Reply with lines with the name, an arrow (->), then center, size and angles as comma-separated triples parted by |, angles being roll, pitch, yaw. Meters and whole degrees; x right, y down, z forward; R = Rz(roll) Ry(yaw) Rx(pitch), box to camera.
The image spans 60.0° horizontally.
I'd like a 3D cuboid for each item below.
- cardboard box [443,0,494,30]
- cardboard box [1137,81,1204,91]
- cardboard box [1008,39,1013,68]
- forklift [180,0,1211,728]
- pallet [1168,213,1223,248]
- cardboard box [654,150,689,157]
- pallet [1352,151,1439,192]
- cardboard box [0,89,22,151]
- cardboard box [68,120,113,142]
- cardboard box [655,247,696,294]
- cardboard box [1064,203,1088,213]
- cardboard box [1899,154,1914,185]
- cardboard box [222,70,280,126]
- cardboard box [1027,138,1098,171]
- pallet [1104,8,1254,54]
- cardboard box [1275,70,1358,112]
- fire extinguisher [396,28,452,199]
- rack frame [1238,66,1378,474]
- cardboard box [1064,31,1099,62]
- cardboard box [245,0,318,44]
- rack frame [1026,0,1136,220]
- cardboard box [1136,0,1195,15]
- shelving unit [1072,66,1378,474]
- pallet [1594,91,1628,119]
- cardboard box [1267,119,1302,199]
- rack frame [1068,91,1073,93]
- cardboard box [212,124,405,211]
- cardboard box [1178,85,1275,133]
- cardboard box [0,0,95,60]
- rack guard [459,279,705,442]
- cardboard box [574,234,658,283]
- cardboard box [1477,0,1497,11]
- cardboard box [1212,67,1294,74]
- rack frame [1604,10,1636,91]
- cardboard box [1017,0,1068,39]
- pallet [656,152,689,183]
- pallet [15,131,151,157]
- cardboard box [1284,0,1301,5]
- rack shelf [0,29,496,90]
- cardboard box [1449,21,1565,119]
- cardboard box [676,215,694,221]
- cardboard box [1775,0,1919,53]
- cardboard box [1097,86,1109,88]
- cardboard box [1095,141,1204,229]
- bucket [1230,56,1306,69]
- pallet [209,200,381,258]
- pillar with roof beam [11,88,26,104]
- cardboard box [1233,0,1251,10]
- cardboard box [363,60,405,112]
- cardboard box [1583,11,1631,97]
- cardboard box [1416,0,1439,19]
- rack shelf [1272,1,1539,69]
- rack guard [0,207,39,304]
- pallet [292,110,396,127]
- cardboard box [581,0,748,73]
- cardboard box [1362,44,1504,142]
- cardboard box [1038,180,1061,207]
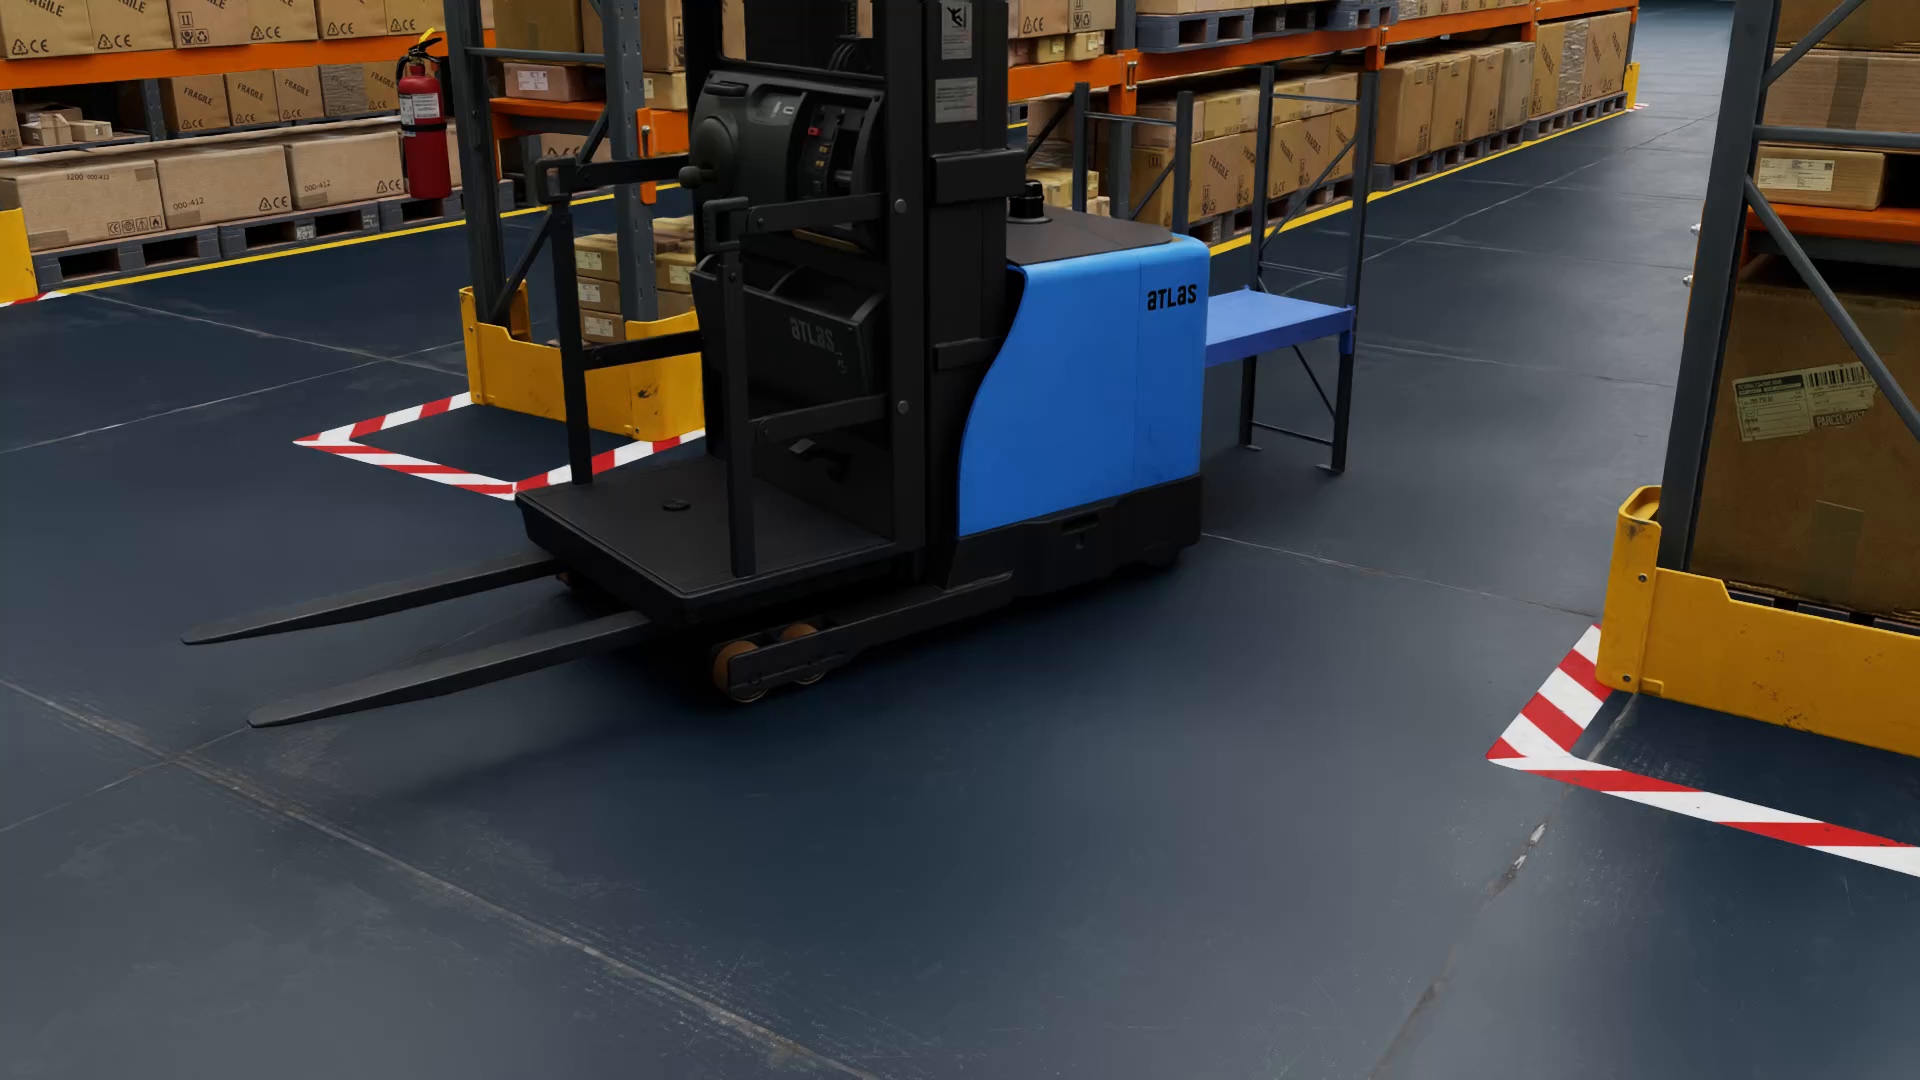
cardboard box -> -3.633, -3.891, 11.816 | 0.500, 0.500, 0.500 | 14, 24, 32
cardboard box -> 1.362, -3.029, 11.548 | 0.500, 0.250, 0.500 | 12, 23, 29
cardboard box -> 0.052, -2.532, 8.649 | 0.380, 0.149, 0.250 | 12, 23, 30
forklift -> -0.672, -1.136, 4.610 | 3.031, 2.935, 1.130 | -15, 25, -35
pallet -> 1.003, -2.007, 10.885 | 1.003, 0.211, 1.213 | 13, 24, 32
cardboard box -> -2.800, -3.682, 13.852 | 0.875, 0.875, 0.875 | 14, 25, 33
pallet -> 3.321, -3.142, 13.955 | 1.003, 0.211, 1.213 | 13, 24, 32
cardboard box -> -8.421, -3.564, 14.073 | 0.700, 0.500, 0.500 | 12, 24, 30
cardboard box -> -7.761, -3.637, 14.777 | 0.380, 0.149, 0.250 | 12, 24, 30
cardboard box -> -1.106, -1.166, 7.240 | 0.380, 0.149, 0.250 | 12, 23, 29
cardboard box -> 0.511, -1.858, 9.539 | 0.380, 0.149, 0.250 | 12, 23, 29
cardboard box -> 2.579, -1.142, 4.892 | 0.380, 0.149, 0.250 | 13, 24, 32
cardboard box -> -6.942, -4.268, 15.978 | 0.500, 0.500, 0.500 | 13, 24, 31
cardboard box -> 0.775, -2.377, 10.865 | 0.500, 0.500, 0.500 | 13, 24, 31
pallet -> 1.117, -3.192, 10.346 | 1.003, 0.211, 1.213 | 13, 24, 32
cardboard box -> 2.648, -3.367, 12.462 | 0.500, 0.250, 0.500 | 13, 24, 31
fire extinguisher -> -2.205, -1.750, 6.820 | 0.296, 0.674, 0.183 | 13, 24, 32
rack frame -> 1.318, -1.028, 6.382 | 0.032, 1.500, 0.500 | -18, 27, -39
cardboard box -> 0.545, -2.750, 9.238 | 0.380, 0.149, 0.250 | 13, 24, 30
cardboard box -> -4.495, -3.448, 10.619 | 0.500, 0.500, 0.500 | 14, 25, 34
rack frame -> 0.567, -3.091, 9.797 | 1.000, 3.000, 0.127 | 13, 24, 32
cardboard box -> 1.169, -3.193, 9.831 | 0.380, 0.149, 0.250 | 12, 23, 29
shelving unit -> 0.943, -0.909, 6.060 | 1.048, 1.500, 0.538 | -18, 27, -39
pallet -> 6.928, -4.981, 18.927 | 1.003, 0.211, 1.213 | 13, 24, 32
cardboard box -> 2.083, -2.720, 11.793 | 0.500, 0.500, 0.500 | 12, 23, 29
rack frame -> 0.913, -6.322, 18.534 | 1.000, 3.000, 0.127 | 13, 24, 32
cardboard box -> -4.528, -2.606, 11.575 | 0.875, 0.438, 0.875 | 12, 24, 30
cardboard box -> 1.788, -2.926, 11.269 | 0.500, 0.250, 0.500 | 14, 25, 34
cardboard box -> -5.325, -3.008, 9.429 | 0.500, 0.500, 0.500 | 13, 24, 31
rack guard -> -1.639, -0.792, 7.187 | 1.175, 0.500, 0.348 | 13, 24, 32
cardboard box -> -1.594, -1.283, 7.557 | 0.380, 0.149, 0.250 | 14, 24, 32
cardboard box -> 4.424, -4.941, 14.655 | 0.500, 0.500, 0.500 | 14, 24, 32
cardboard box -> 2.228, -3.464, 12.723 | 0.500, 0.250, 0.500 | 12, 23, 29
rack frame -> 7.313, -6.534, 19.105 | 1.000, 3.000, 0.127 | 13, 24, 32
cardboard box -> 0.236, -2.934, 8.802 | 0.500, 0.500, 0.500 | 13, 24, 30
pallet -> -2.527, -3.307, 14.401 | 1.003, 0.211, 1.213 | 13, 24, 32
pallet -> -8.078, -3.489, 14.894 | 1.003, 0.211, 1.213 | 13, 24, 32
cardboard box -> 2.043, -3.641, 11.040 | 0.380, 0.149, 0.250 | 12, 23, 29
rack shelf -> -4.708, -3.116, 10.902 | 1.077, 0.370, 4.000 | 13, 24, 32
cardboard box -> 5.475, -4.753, 16.749 | 0.875, 0.875, 0.875 | 14, 24, 33
cardboard box -> -1.166, -1.505, 8.157 | 0.380, 0.149, 0.250 | 12, 24, 30
cardboard box -> 2.420, -1.559, 4.362 | 0.500, 0.500, 0.500 | 14, 24, 32
cardboard box -> 1.468, -5.346, 19.253 | 0.500, 0.250, 0.500 | 12, 23, 29
cardboard box -> 1.202, -2.276, 10.591 | 0.500, 0.500, 0.500 | 14, 25, 34
bucket -> 3.234, -5.052, 17.628 | 0.620, 0.611, 0.726 | -24, 30, -29
pallet -> -4.761, -2.165, 11.313 | 1.003, 0.211, 1.213 | 13, 24, 32
pillar with roof beam -> -5.267, -6.944, 11.567 | 9.100, 9.000, 0.400 | 13, 24, 32
cardboard box -> 1.606, -3.417, 10.435 | 0.380, 0.149, 0.250 | 14, 24, 32
cardboard box -> -6.084, -4.711, 17.175 | 0.500, 0.500, 0.500 | 15, 25, 34
cardboard box -> 6.986, -5.527, 18.840 | 0.875, 0.875, 0.875 | 13, 24, 32
cardboard box -> 3.575, -4.508, 13.484 | 0.500, 0.500, 0.500 | 13, 24, 31
rack shelf -> 3.940, -4.475, 14.576 | 1.077, 0.370, 4.000 | 13, 24, 32
rack guard -> -5.846, -1.700, 9.641 | 1.175, 0.500, 0.348 | 13, 24, 32
pallet -> -6.580, -4.278, 17.027 | 1.003, 0.211, 1.213 | 13, 24, 32
cardboard box -> -1.201, -2.204, 6.828 | 0.500, 0.500, 0.500 | 15, 25, 34
cardboard box -> 4.244, -4.056, 15.045 | 1.050, 0.750, 0.750 | 13, 24, 32
cardboard box -> 0.337, -1.923, 9.286 | 0.380, 0.149, 0.250 | 13, 24, 31
